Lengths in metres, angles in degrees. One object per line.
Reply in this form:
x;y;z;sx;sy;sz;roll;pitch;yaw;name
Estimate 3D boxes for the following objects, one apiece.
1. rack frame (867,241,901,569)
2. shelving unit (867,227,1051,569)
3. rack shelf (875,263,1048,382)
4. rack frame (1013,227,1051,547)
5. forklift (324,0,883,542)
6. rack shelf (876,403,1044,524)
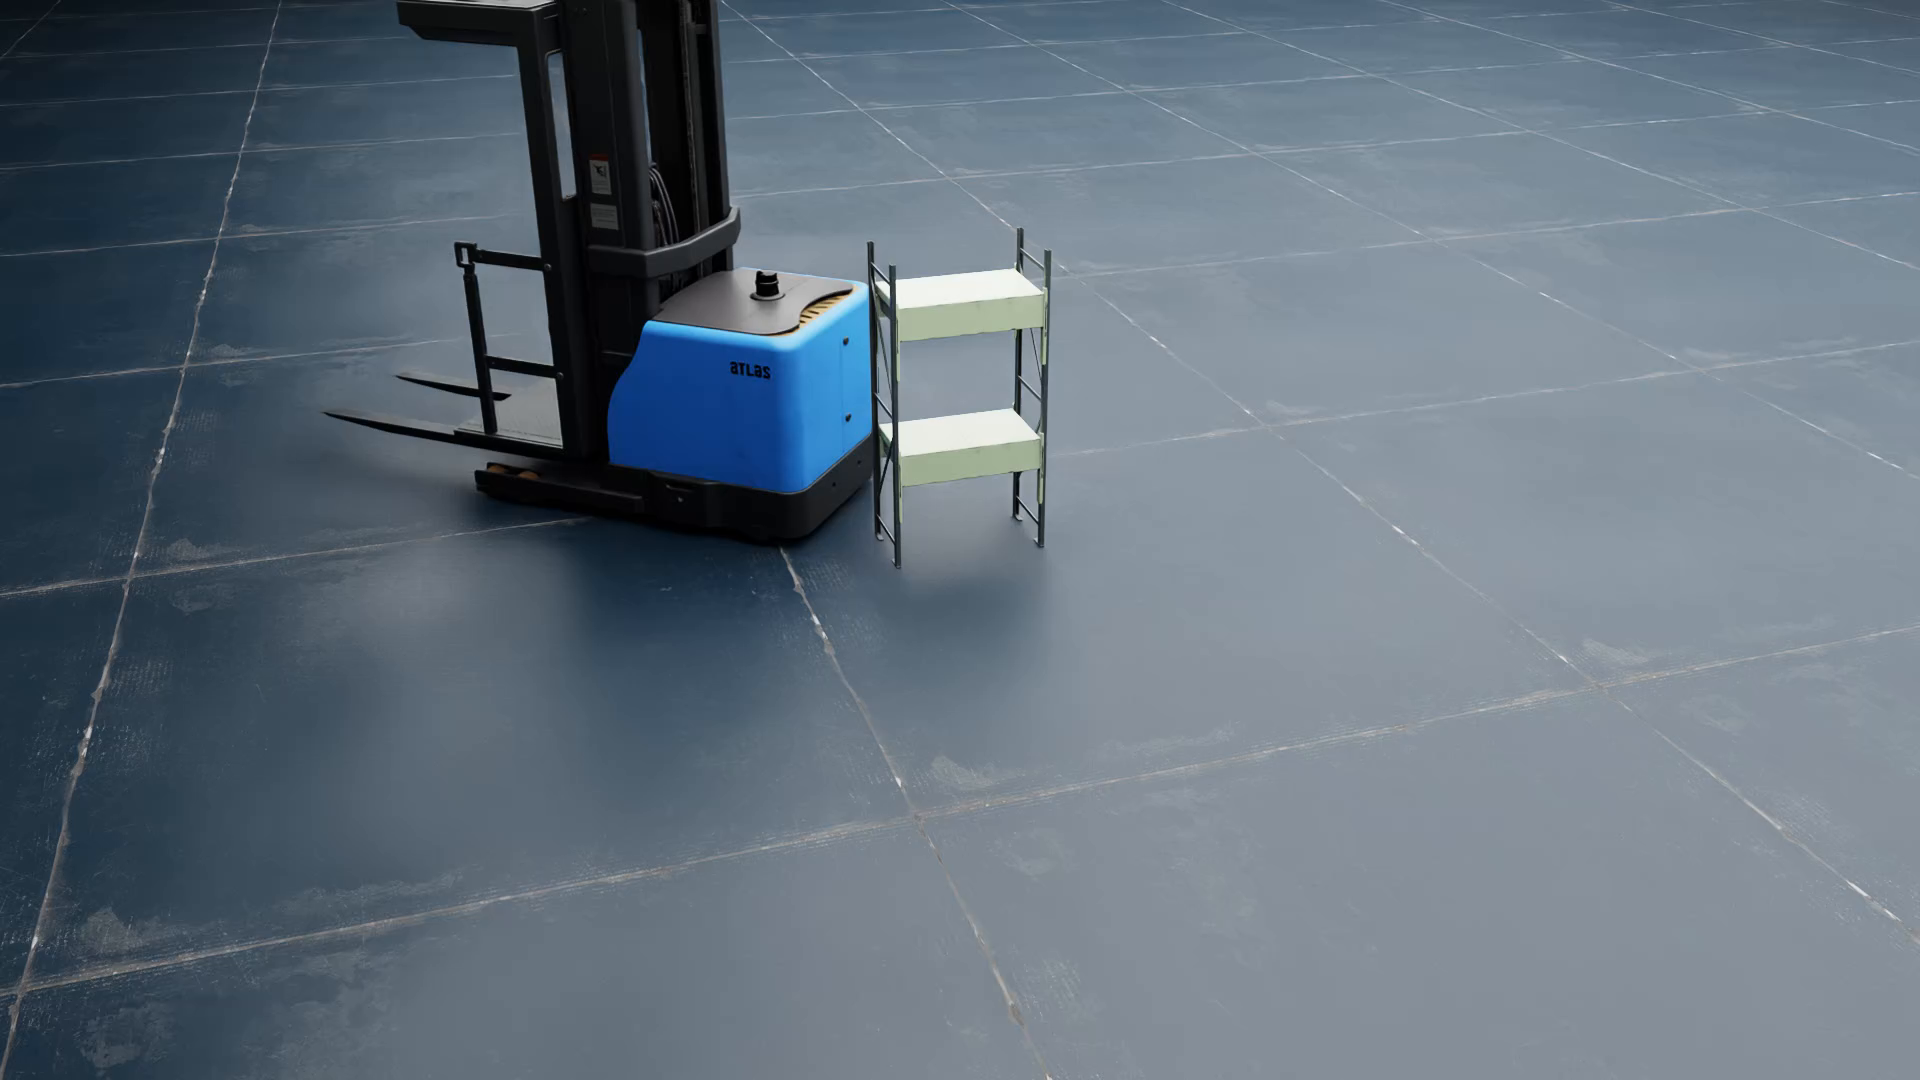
-0.354;-0.620;7.813;0.023;1.500;0.400;-8;28;-16;rack frame
-0.006;-0.671;7.915;0.755;1.500;0.431;-8;28;-16;shelving unit
-0.006;-1.020;7.741;0.720;0.370;0.431;-8;28;-16;rack shelf
0.342;-0.721;8.016;0.023;1.500;0.400;-8;28;-16;rack frame
-1.984;-1.707;8.392;3.031;2.935;1.130;10;28;19;forklift
-0.006;-0.379;8.060;0.720;0.370;0.431;-8;28;-16;rack shelf
